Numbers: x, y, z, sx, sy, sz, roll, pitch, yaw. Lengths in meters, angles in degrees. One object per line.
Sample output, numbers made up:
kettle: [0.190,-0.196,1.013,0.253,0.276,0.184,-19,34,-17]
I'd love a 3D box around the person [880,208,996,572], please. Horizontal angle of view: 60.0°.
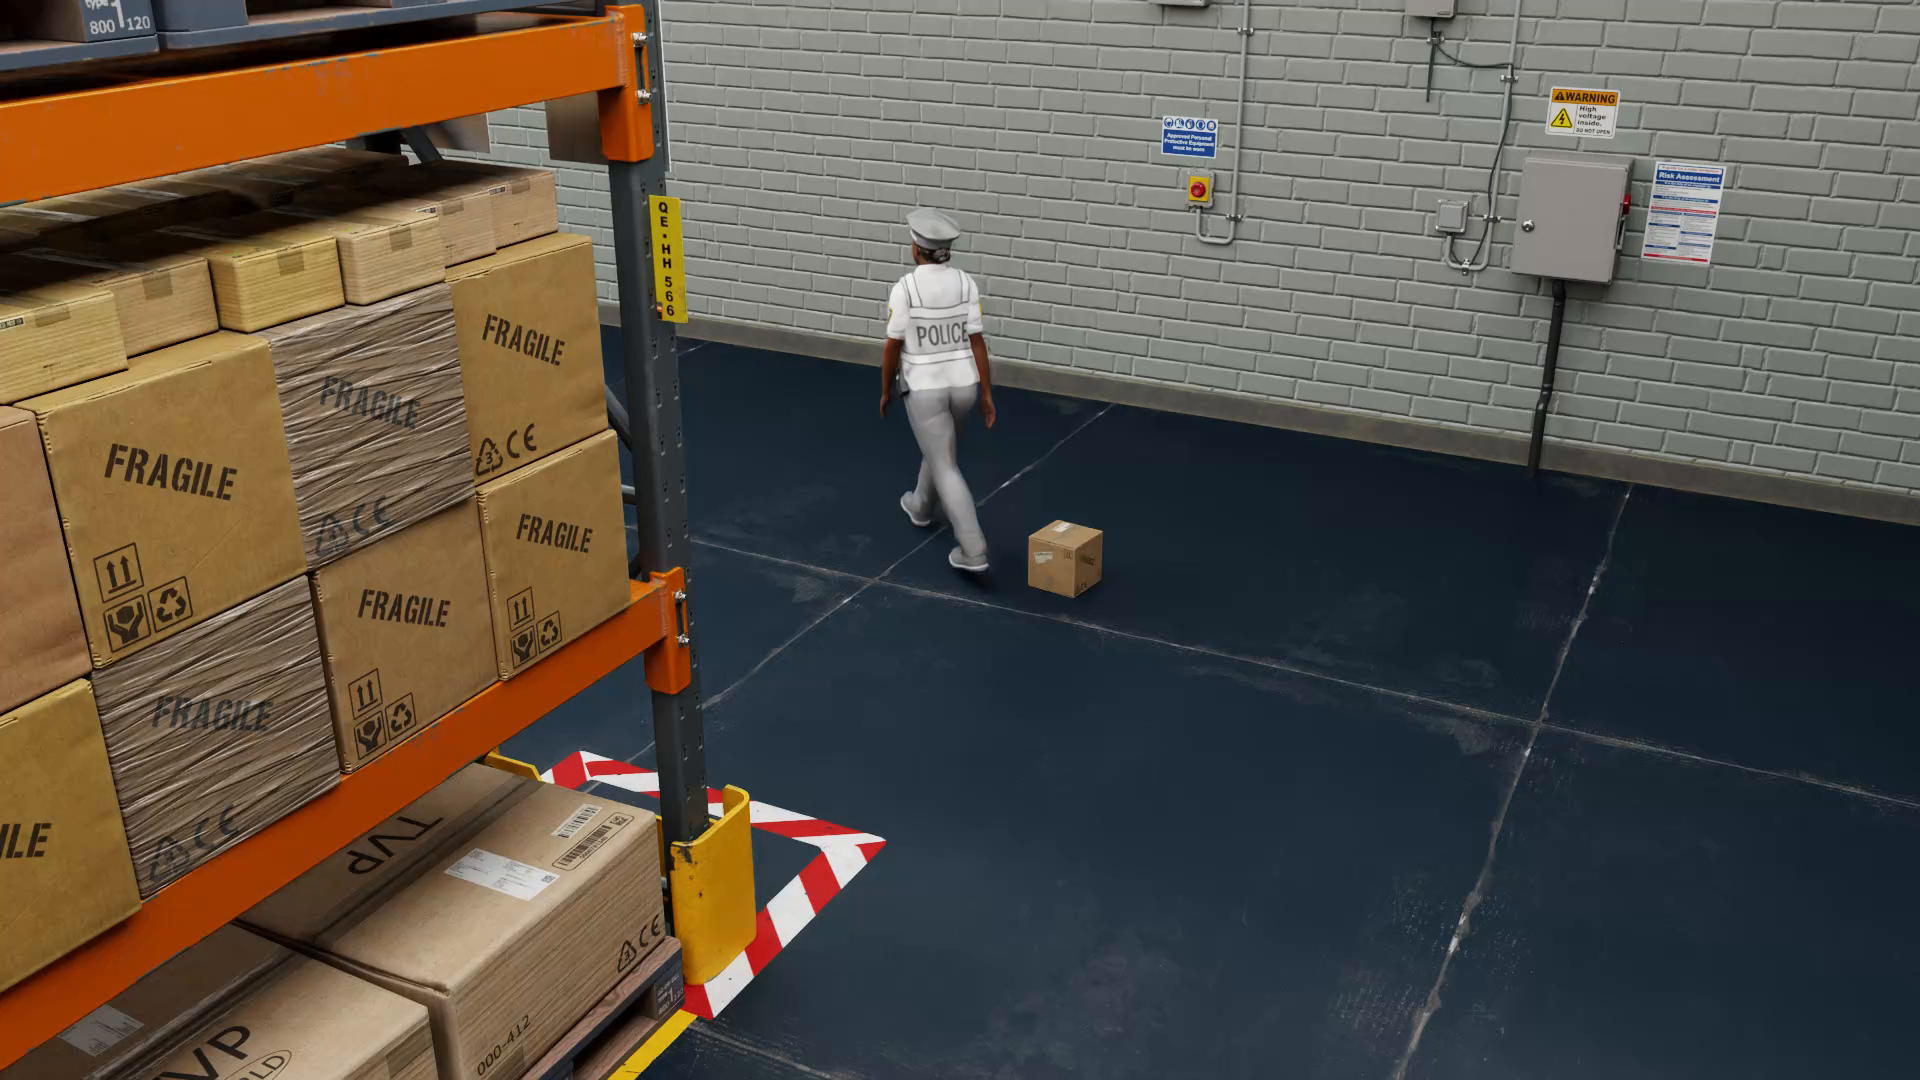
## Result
person: [-0.122,-0.721,7.785,0.476,1.618,1.032,-12,26,-27]
